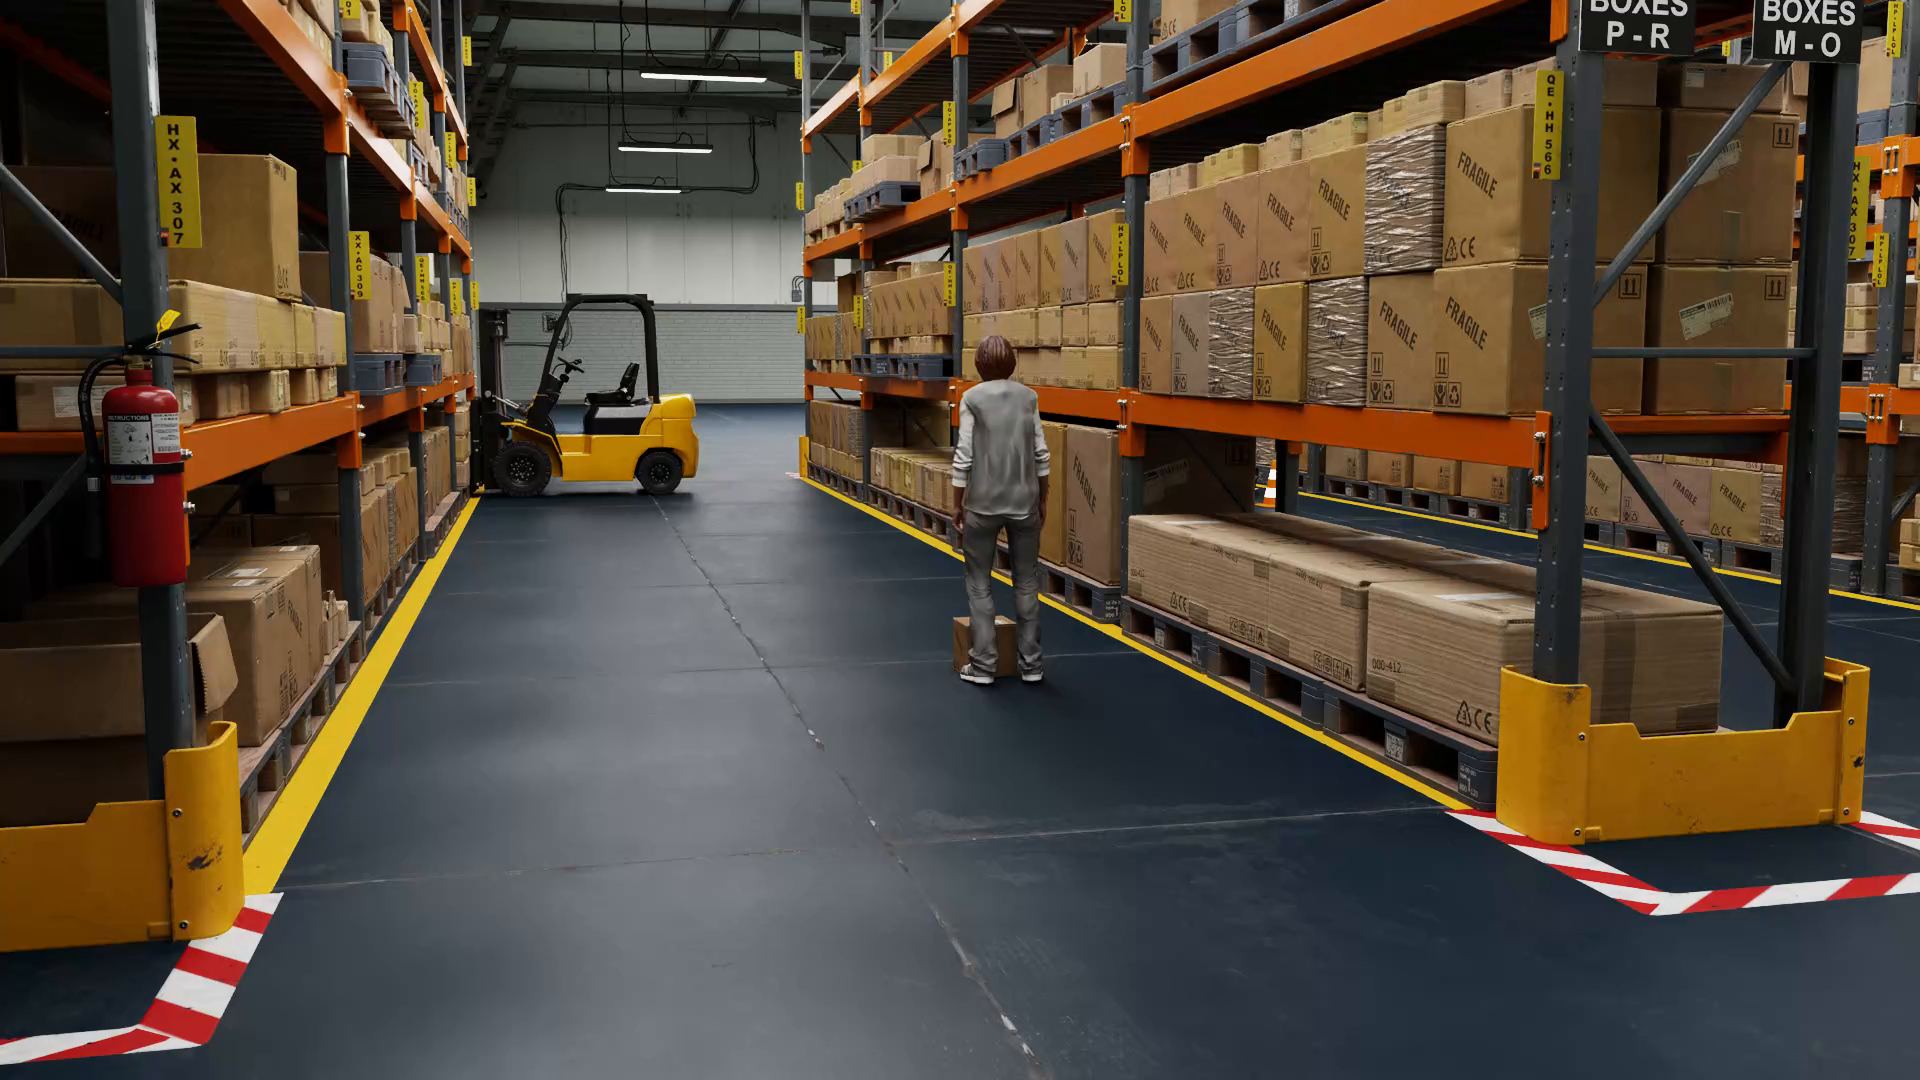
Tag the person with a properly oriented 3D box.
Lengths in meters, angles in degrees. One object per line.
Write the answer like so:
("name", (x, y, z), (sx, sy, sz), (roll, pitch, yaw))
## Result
("person", (0.185, -0.078, 7.602), (0.460, 1.477, 0.345), (-2, 7, -14))
